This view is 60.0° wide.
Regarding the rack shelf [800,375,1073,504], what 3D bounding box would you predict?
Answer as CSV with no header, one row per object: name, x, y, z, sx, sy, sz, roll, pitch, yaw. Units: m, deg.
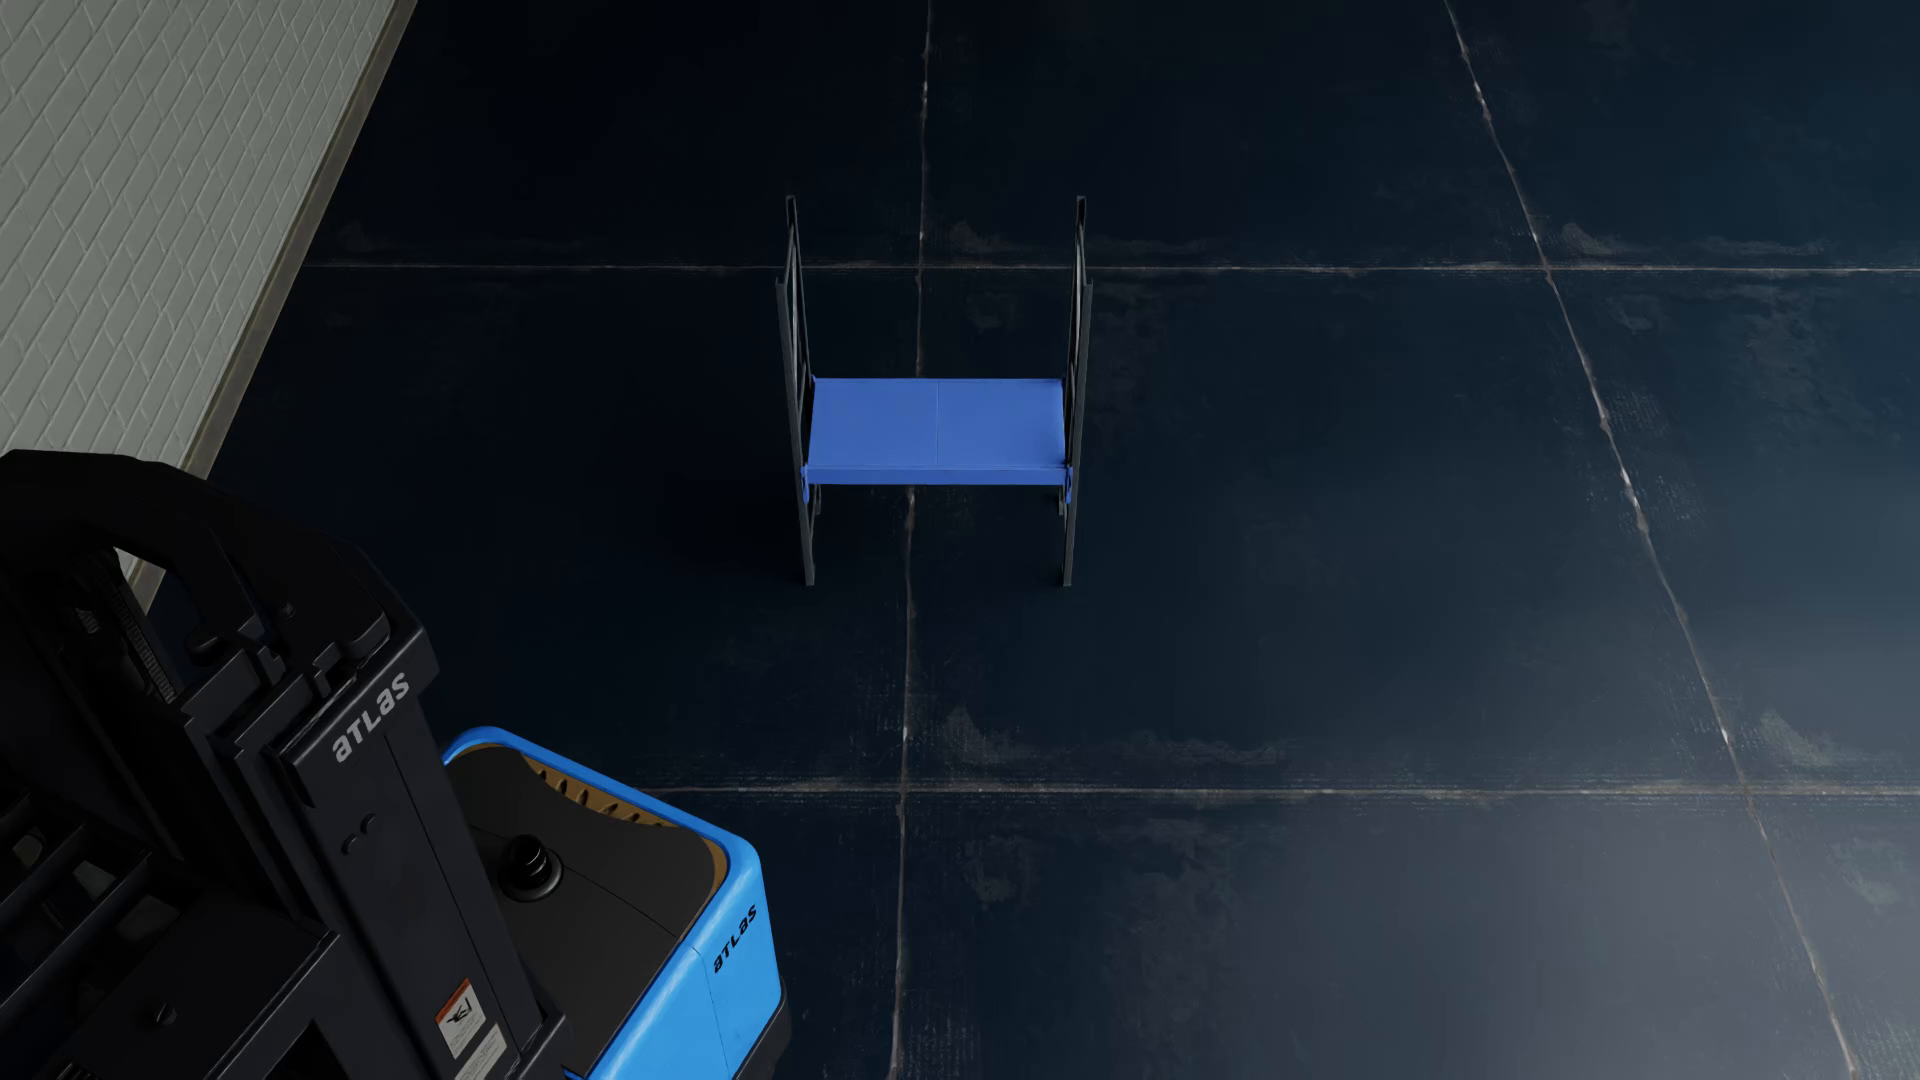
rack shelf,-0.085,-0.389,6.333,1.000,0.185,0.538,0,47,0

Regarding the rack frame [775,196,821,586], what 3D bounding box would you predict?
rack frame,-0.594,-0.513,6.203,0.032,1.500,0.500,0,47,0

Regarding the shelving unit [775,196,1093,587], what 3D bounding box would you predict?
shelving unit,-0.085,-0.511,6.201,1.048,1.500,0.538,0,47,0

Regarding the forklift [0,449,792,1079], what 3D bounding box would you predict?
forklift,-1.644,1.371,3.472,1.130,2.935,3.031,20,50,18

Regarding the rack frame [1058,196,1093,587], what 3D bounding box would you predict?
rack frame,0.423,-0.510,6.200,0.032,1.500,0.500,0,47,0
